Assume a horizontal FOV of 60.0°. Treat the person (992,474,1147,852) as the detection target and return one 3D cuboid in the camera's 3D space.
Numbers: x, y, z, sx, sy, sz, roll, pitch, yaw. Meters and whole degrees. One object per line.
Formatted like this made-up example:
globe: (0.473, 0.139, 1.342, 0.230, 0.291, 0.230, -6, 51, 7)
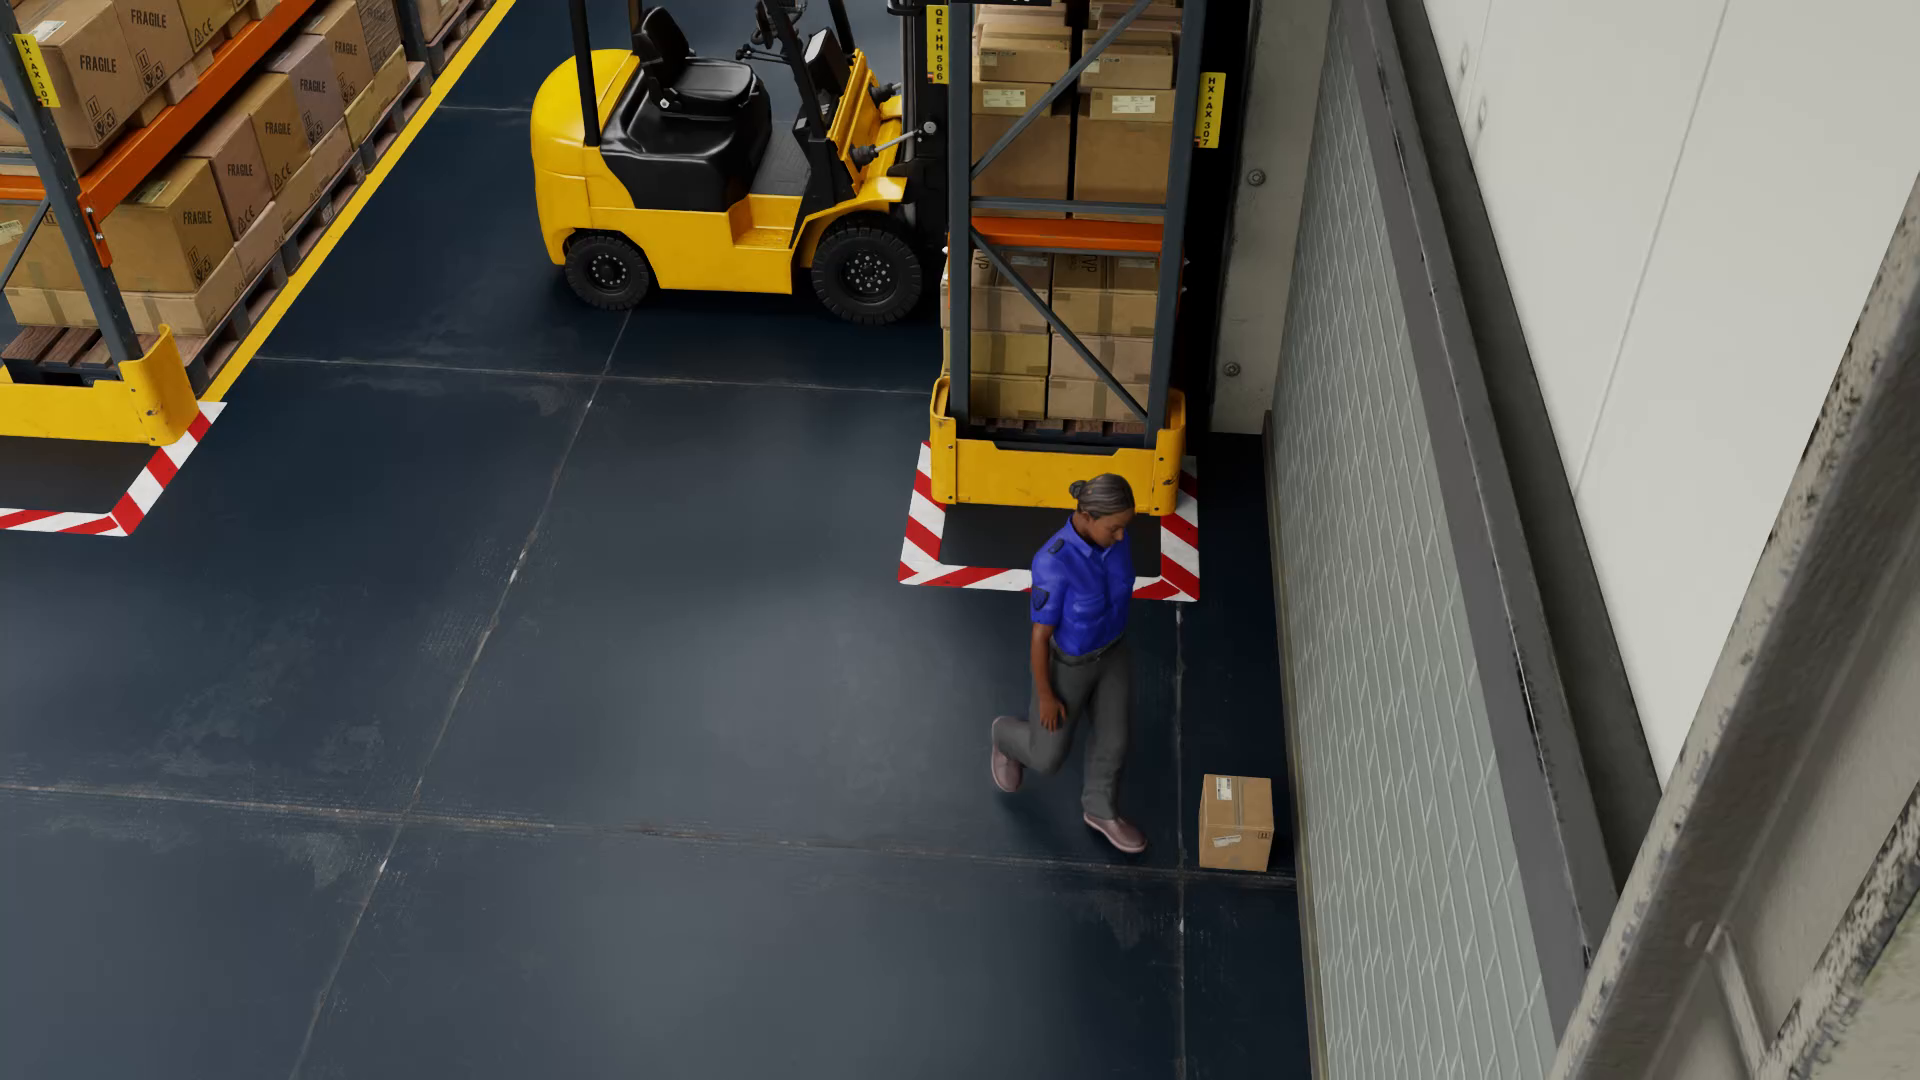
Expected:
person: (0.410, 0.429, 5.935, 0.484, 1.633, 0.697, -28, 48, -29)
